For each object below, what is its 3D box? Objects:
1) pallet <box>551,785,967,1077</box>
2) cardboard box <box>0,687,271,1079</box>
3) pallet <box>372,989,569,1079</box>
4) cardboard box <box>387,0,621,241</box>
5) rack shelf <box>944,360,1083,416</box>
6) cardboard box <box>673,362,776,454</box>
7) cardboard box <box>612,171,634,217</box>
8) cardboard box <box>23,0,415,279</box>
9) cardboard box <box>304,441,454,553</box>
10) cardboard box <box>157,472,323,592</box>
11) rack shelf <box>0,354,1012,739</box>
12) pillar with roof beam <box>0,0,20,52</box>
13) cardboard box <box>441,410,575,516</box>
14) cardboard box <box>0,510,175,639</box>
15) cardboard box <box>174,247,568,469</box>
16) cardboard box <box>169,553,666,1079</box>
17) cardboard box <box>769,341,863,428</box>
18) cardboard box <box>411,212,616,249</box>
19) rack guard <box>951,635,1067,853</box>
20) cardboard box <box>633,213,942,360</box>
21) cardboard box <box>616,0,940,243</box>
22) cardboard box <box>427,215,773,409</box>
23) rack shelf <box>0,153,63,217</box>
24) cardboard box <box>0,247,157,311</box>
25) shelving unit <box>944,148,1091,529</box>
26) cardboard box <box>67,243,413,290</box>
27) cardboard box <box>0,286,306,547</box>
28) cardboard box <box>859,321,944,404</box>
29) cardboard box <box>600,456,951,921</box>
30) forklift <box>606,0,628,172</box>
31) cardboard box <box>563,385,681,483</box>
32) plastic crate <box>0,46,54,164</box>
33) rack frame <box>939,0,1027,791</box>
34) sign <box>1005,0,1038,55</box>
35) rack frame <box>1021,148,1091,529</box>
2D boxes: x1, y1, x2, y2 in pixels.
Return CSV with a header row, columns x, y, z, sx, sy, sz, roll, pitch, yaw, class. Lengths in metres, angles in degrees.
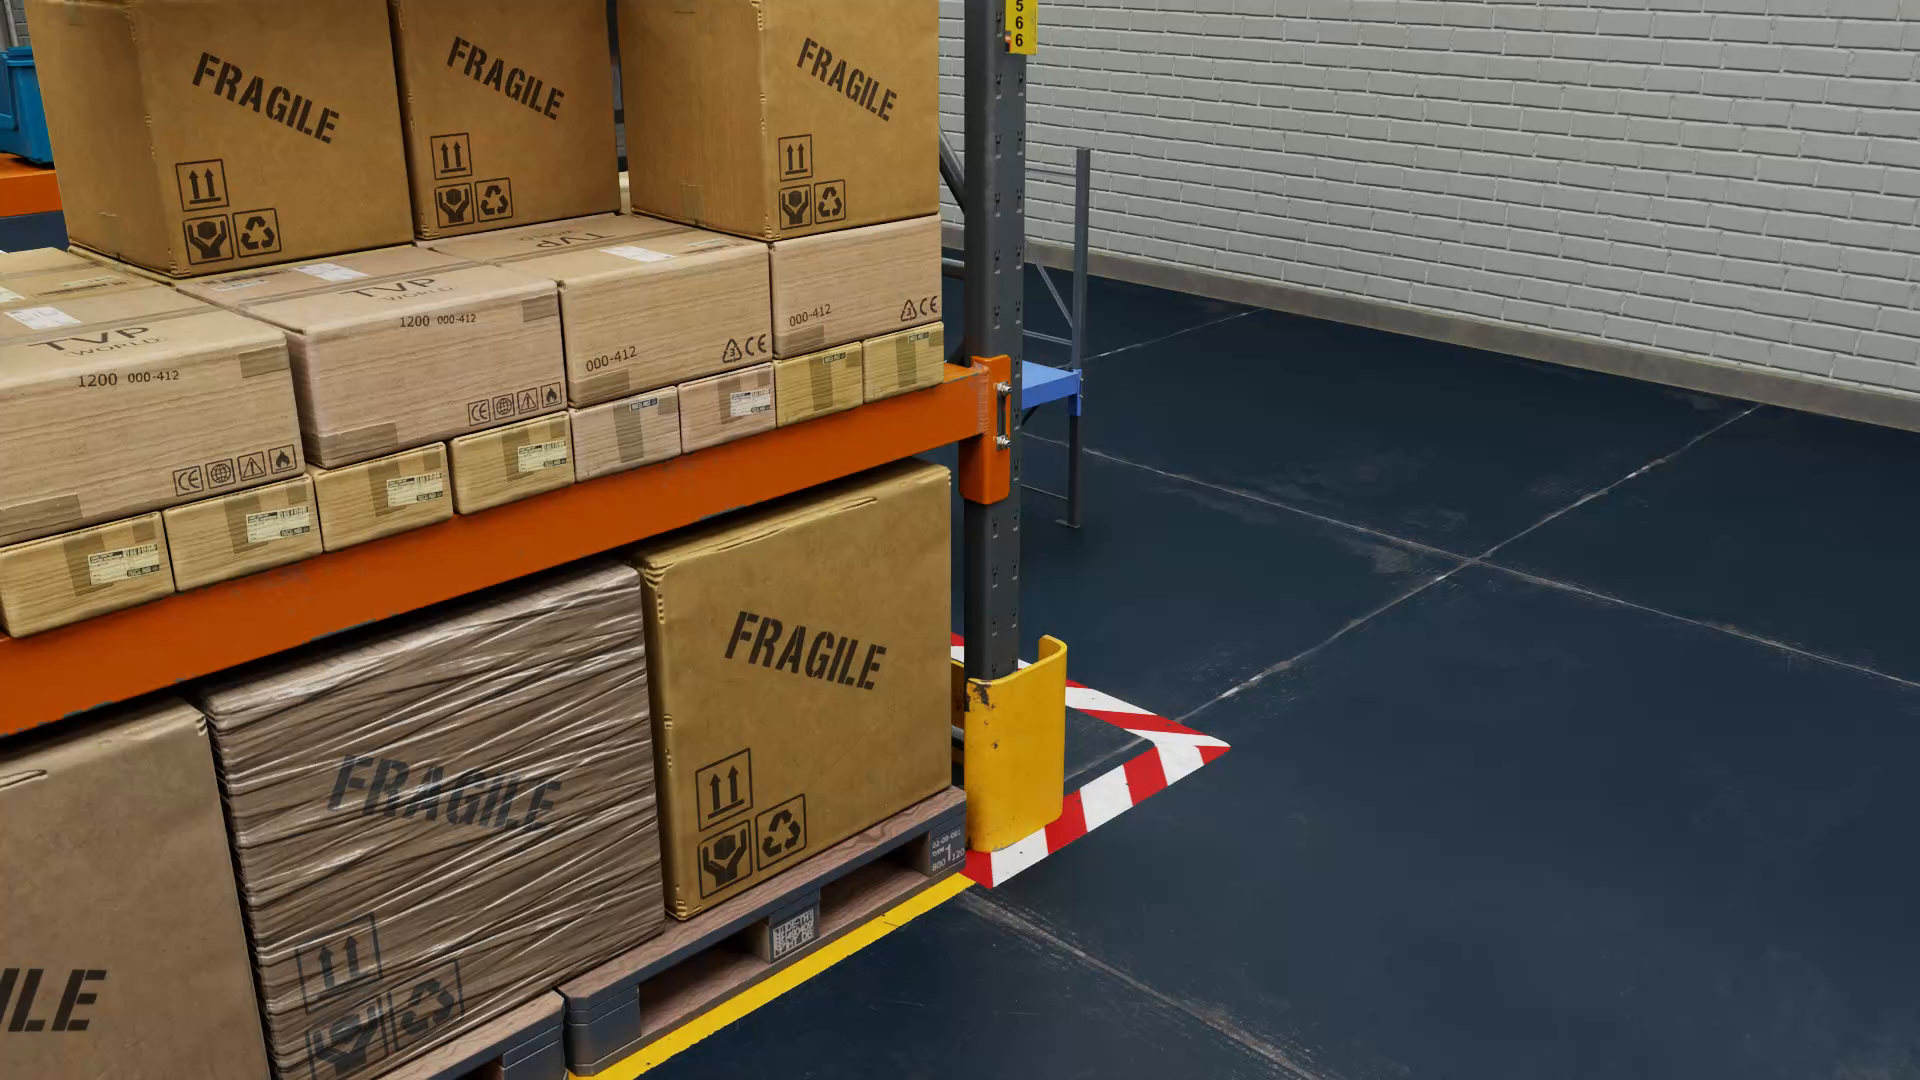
x,y,z,sx,sy,sz,roll,pitch,yaw,class
-0.745,0.783,4.244,1.003,0.211,1.213,19,28,41,pallet
-1.888,0.699,2.952,0.875,0.875,0.875,19,28,41,cardboard box
-1.596,1.095,3.432,1.003,0.211,1.213,19,28,41,pallet
-1.120,-0.979,3.689,0.500,0.500,0.500,18,28,39,cardboard box
-0.059,-0.510,6.313,0.538,0.185,1.000,19,28,41,rack shelf
-0.613,-0.321,3.579,0.380,0.149,0.250,19,28,41,cardboard box
-0.772,-0.757,4.158,0.500,0.250,0.500,18,28,39,cardboard box
-1.477,-0.844,3.339,0.500,0.500,0.500,18,28,39,cardboard box
-1.148,-0.123,3.064,0.380,0.149,0.250,19,28,41,cardboard box
-1.322,-0.060,2.900,0.250,0.149,0.380,-19,28,-41,cardboard box
-1.638,0.106,3.121,1.077,0.370,4.000,19,28,41,rack shelf
-6.542,-7.097,12.495,9.100,9.000,0.400,19,28,41,pillar with roof beam
-0.967,-0.190,3.238,0.380,0.149,0.250,18,28,39,cardboard box
-1.503,0.007,2.724,0.380,0.149,0.250,18,28,39,cardboard box
-1.100,-0.361,3.127,0.500,0.250,0.500,18,27,39,cardboard box
-1.267,0.470,3.547,0.875,0.875,0.875,19,28,41,cardboard box
-0.436,-0.386,3.747,0.380,0.149,0.250,20,28,41,cardboard box
-1.129,-0.622,3.806,0.500,0.250,0.500,19,28,40,cardboard box
-0.227,0.417,4.794,1.175,0.500,0.348,19,28,41,rack guard
-0.391,-0.622,3.806,0.500,0.250,0.500,19,28,40,cardboard box
-0.395,-0.972,3.672,0.500,0.500,0.500,20,29,41,cardboard box
-0.746,-0.492,3.467,0.500,0.250,0.500,19,28,40,cardboard box
-5.187,-1.134,6.346,1.077,0.370,4.000,19,28,41,rack shelf
-1.843,-0.358,3.120,0.500,0.250,0.500,19,28,40,cardboard box
-0.059,-0.678,6.248,0.538,1.500,1.048,19,28,41,shelving unit
-1.483,-0.494,3.472,0.500,0.250,0.500,18,27,39,cardboard box
-1.461,-0.226,2.776,0.500,0.250,0.500,19,28,41,cardboard box
-0.256,-0.453,3.922,0.250,0.149,0.380,-20,28,-41,cardboard box
-0.632,0.236,4.155,0.875,0.875,0.875,19,28,41,cardboard box
-1.909,-1.327,5.941,1.130,2.935,3.031,18,27,39,forklift
-0.787,-0.257,3.413,0.250,0.149,0.380,-20,28,-41,cardboard box
-3.892,-1.895,7.192,0.616,0.435,0.499,19,28,41,plastic crate
-0.243,-0.744,4.330,1.000,3.000,0.127,19,28,41,rack frame
0.136,-1.256,3.717,0.100,0.325,0.005,19,28,41,sign
0.295,-0.809,6.588,0.500,1.500,0.032,19,28,41,rack frame
